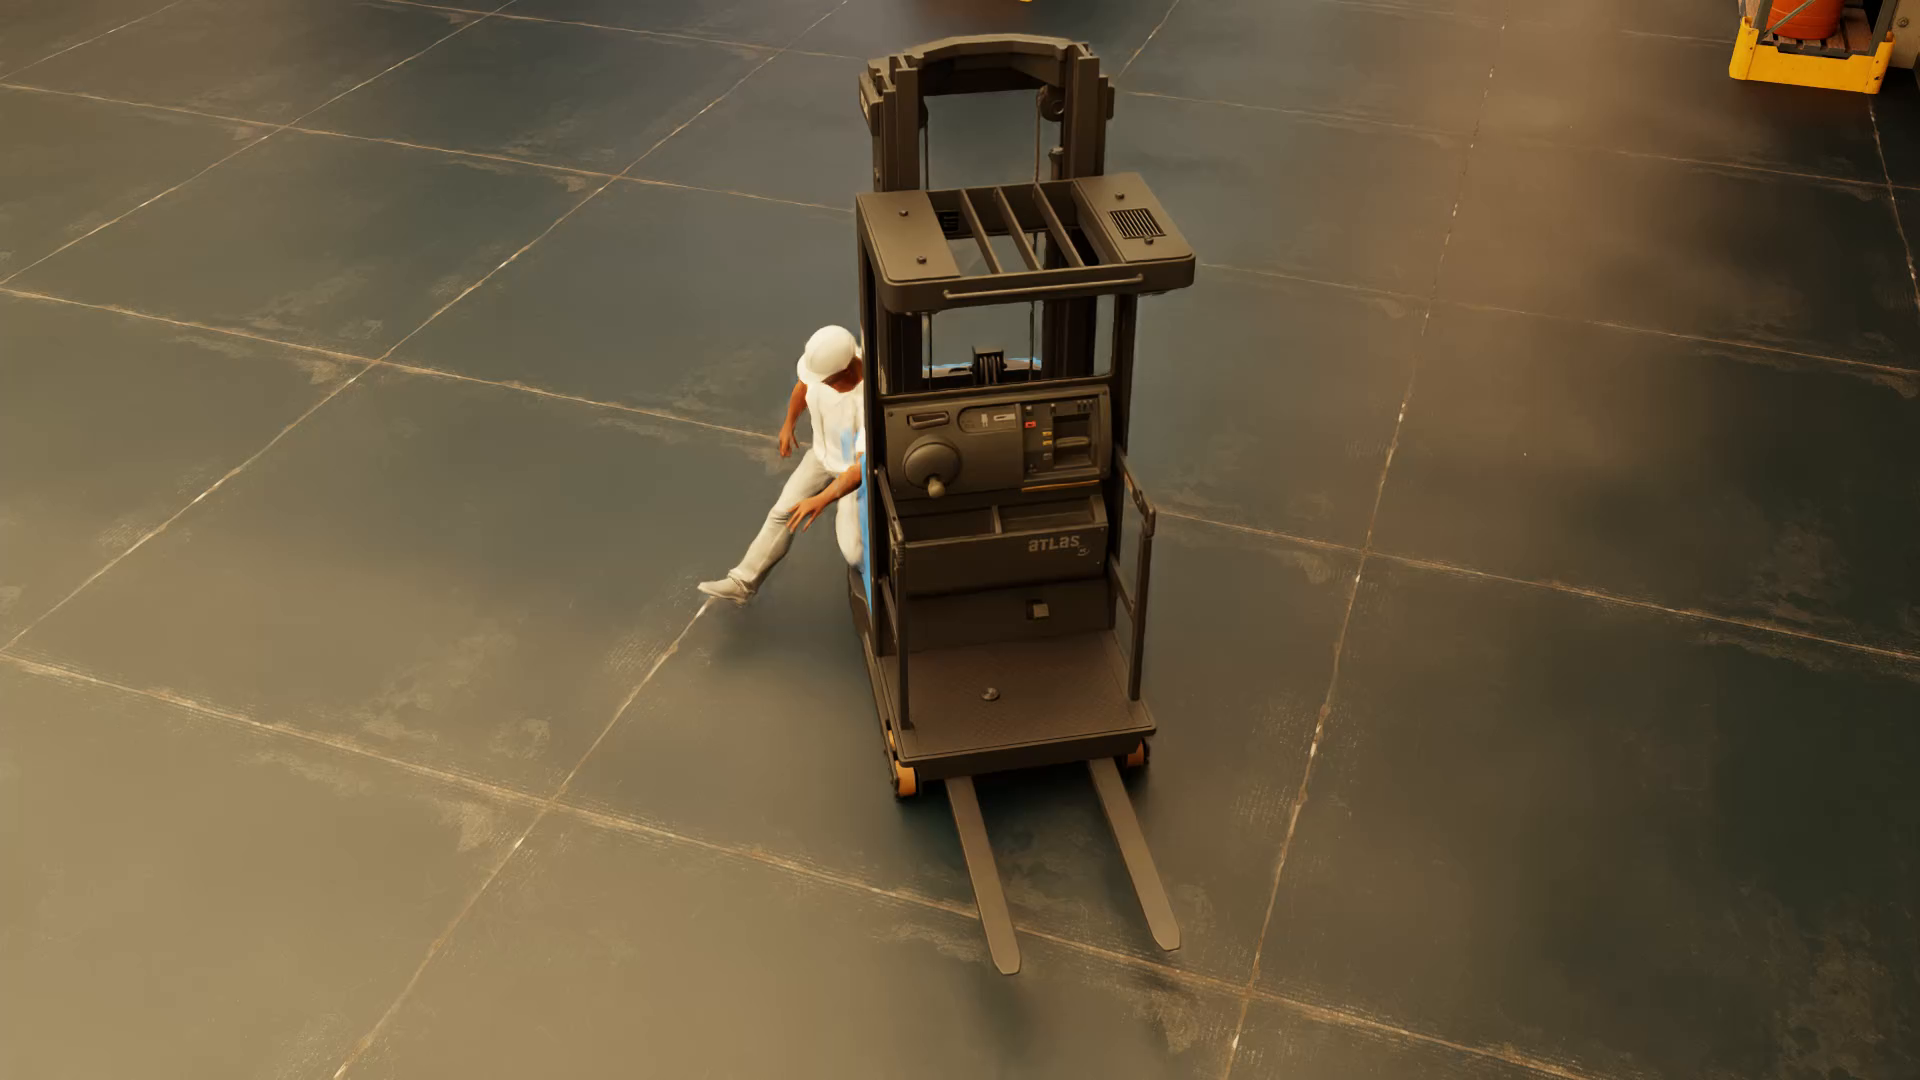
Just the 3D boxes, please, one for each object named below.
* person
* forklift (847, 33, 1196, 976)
[{"bbox_3d":[-0.664,-0.266,7.628,0.965,1.551,0.970,-25,42,-31],"label":"person"},{"bbox_3d":[0.202,-0.331,6.578,1.130,2.935,3.031,-6,36,-9],"label":"forklift"}]
